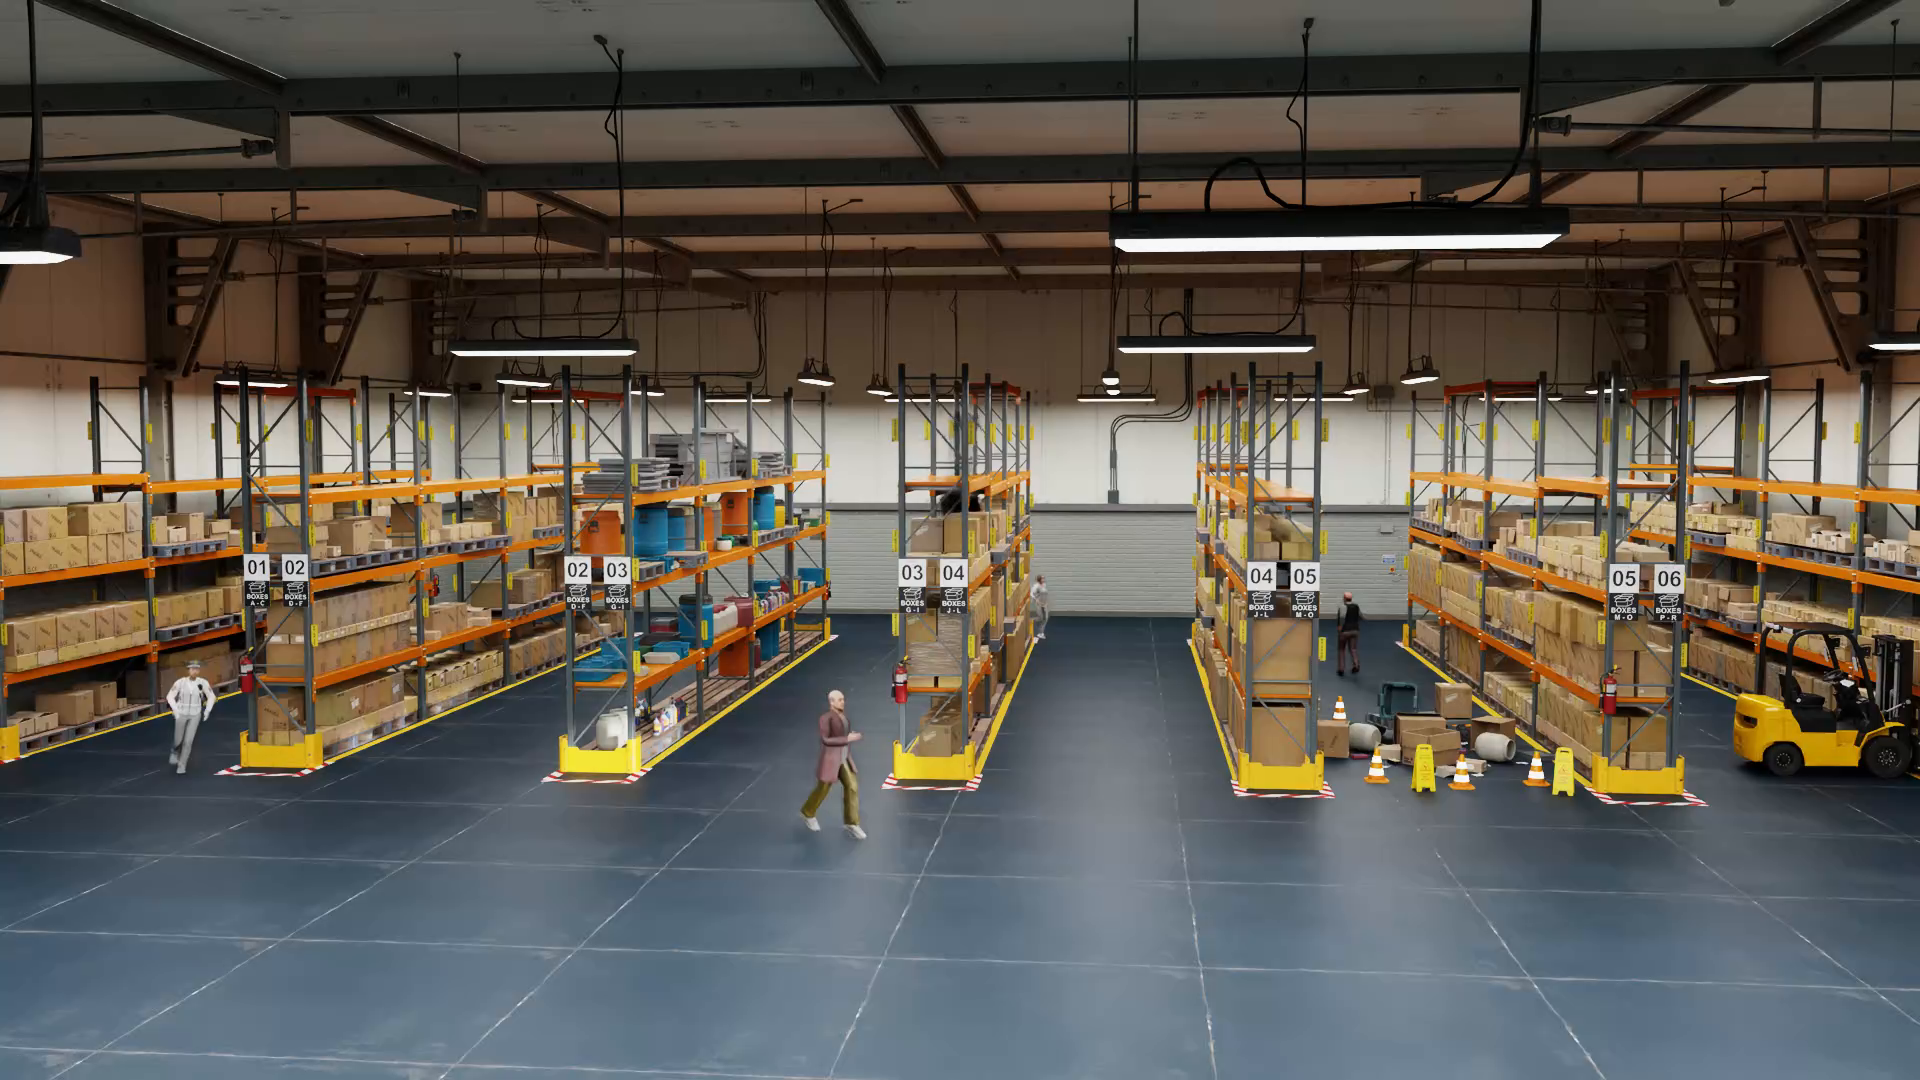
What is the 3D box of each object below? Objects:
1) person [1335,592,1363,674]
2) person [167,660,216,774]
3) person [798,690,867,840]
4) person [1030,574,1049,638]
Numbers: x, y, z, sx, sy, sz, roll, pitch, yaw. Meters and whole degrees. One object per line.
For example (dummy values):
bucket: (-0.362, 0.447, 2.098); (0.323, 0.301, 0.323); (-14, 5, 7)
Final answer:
person: (8.021, 1.946, 34.223); (0.635, 1.762, 0.871); (-1, 4, -13)
person: (-11.426, 2.592, 24.738); (0.661, 1.646, 0.665); (-2, 4, -27)
person: (-1.590, 2.768, 20.653); (0.977, 1.822, 0.680); (2, 4, 34)
person: (1.922, 1.617, 40.922); (0.552, 1.570, 0.601); (-4, 5, -44)
